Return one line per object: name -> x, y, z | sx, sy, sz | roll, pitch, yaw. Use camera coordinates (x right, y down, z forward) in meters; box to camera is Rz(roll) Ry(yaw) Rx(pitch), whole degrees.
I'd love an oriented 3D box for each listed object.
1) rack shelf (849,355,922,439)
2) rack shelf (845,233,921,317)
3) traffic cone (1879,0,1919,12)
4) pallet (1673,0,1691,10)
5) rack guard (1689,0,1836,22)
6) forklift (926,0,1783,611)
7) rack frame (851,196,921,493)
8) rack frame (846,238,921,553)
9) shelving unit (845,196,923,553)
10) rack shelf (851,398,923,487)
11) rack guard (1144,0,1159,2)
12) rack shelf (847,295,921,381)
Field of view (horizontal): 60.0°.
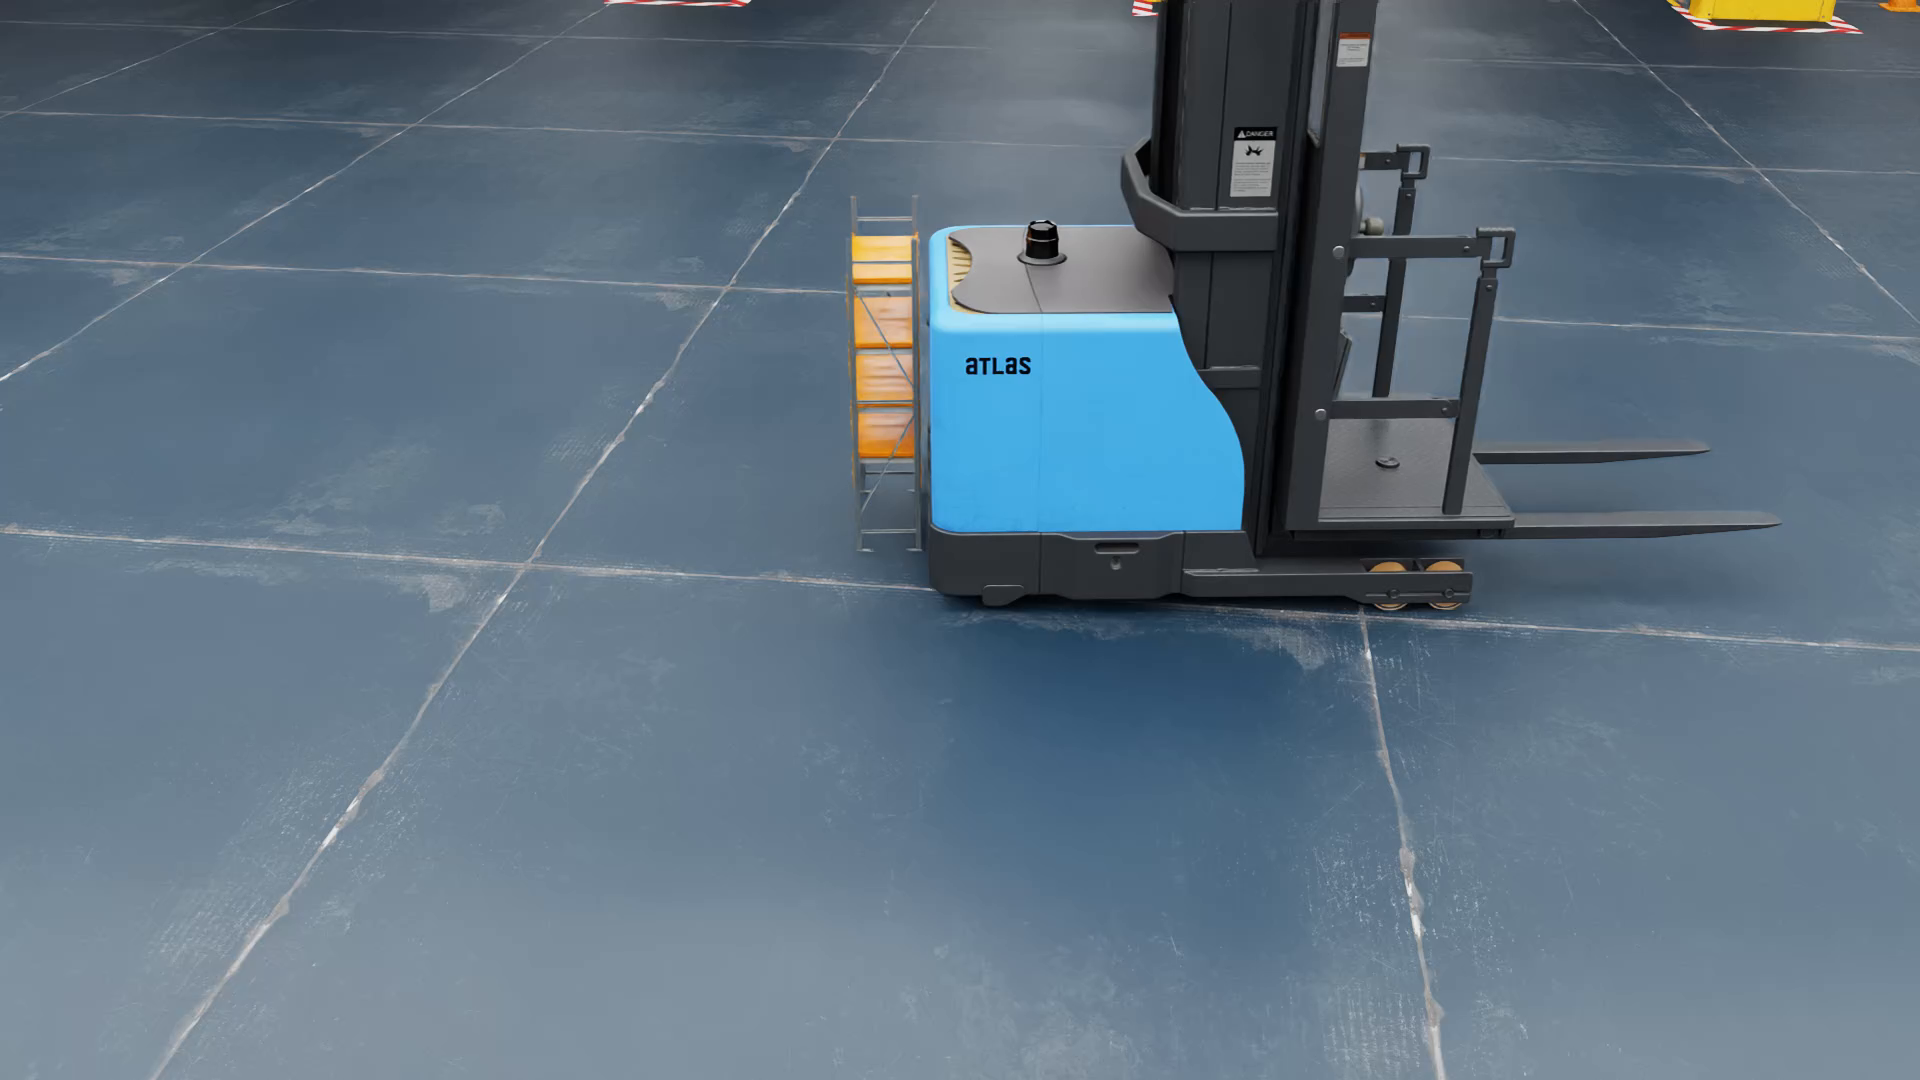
rack shelf -> -0.269, -0.543, 6.135 | 0.258, 0.148, 0.480 | -1, 28, -1
rack shelf -> -0.270, -0.948, 5.916 | 0.258, 0.148, 0.480 | -1, 28, -1
traffic cone -> 8.705, -5.117, 15.261 | 0.336, 0.463, 0.334 | 3, 28, 6
pallet -> 7.251, -5.220, 15.717 | 1.003, 0.211, 1.213 | 3, 28, 6
rack guard -> 7.228, -4.955, 14.920 | 1.175, 0.500, 0.348 | 3, 28, 6
forklift -> 1.397, -1.297, 5.567 | 3.031, 2.935, 1.130 | -1, 28, -1
rack frame -> -0.275, -0.718, 6.317 | 0.240, 1.200, 0.015 | -1, 28, -1
rack frame -> -0.264, -0.487, 5.888 | 0.240, 1.200, 0.015 | -1, 28, -1
shelving unit -> -0.270, -0.602, 6.103 | 0.258, 1.200, 0.503 | -1, 28, -1
rack shelf -> -0.269, -0.368, 6.229 | 0.258, 0.148, 0.480 | -1, 28, -1
rack guard -> 2.330, -5.338, 15.631 | 1.175, 0.500, 0.348 | 3, 28, 6
rack shelf -> -0.270, -0.740, 6.028 | 0.258, 0.148, 0.480 | -1, 28, -1
